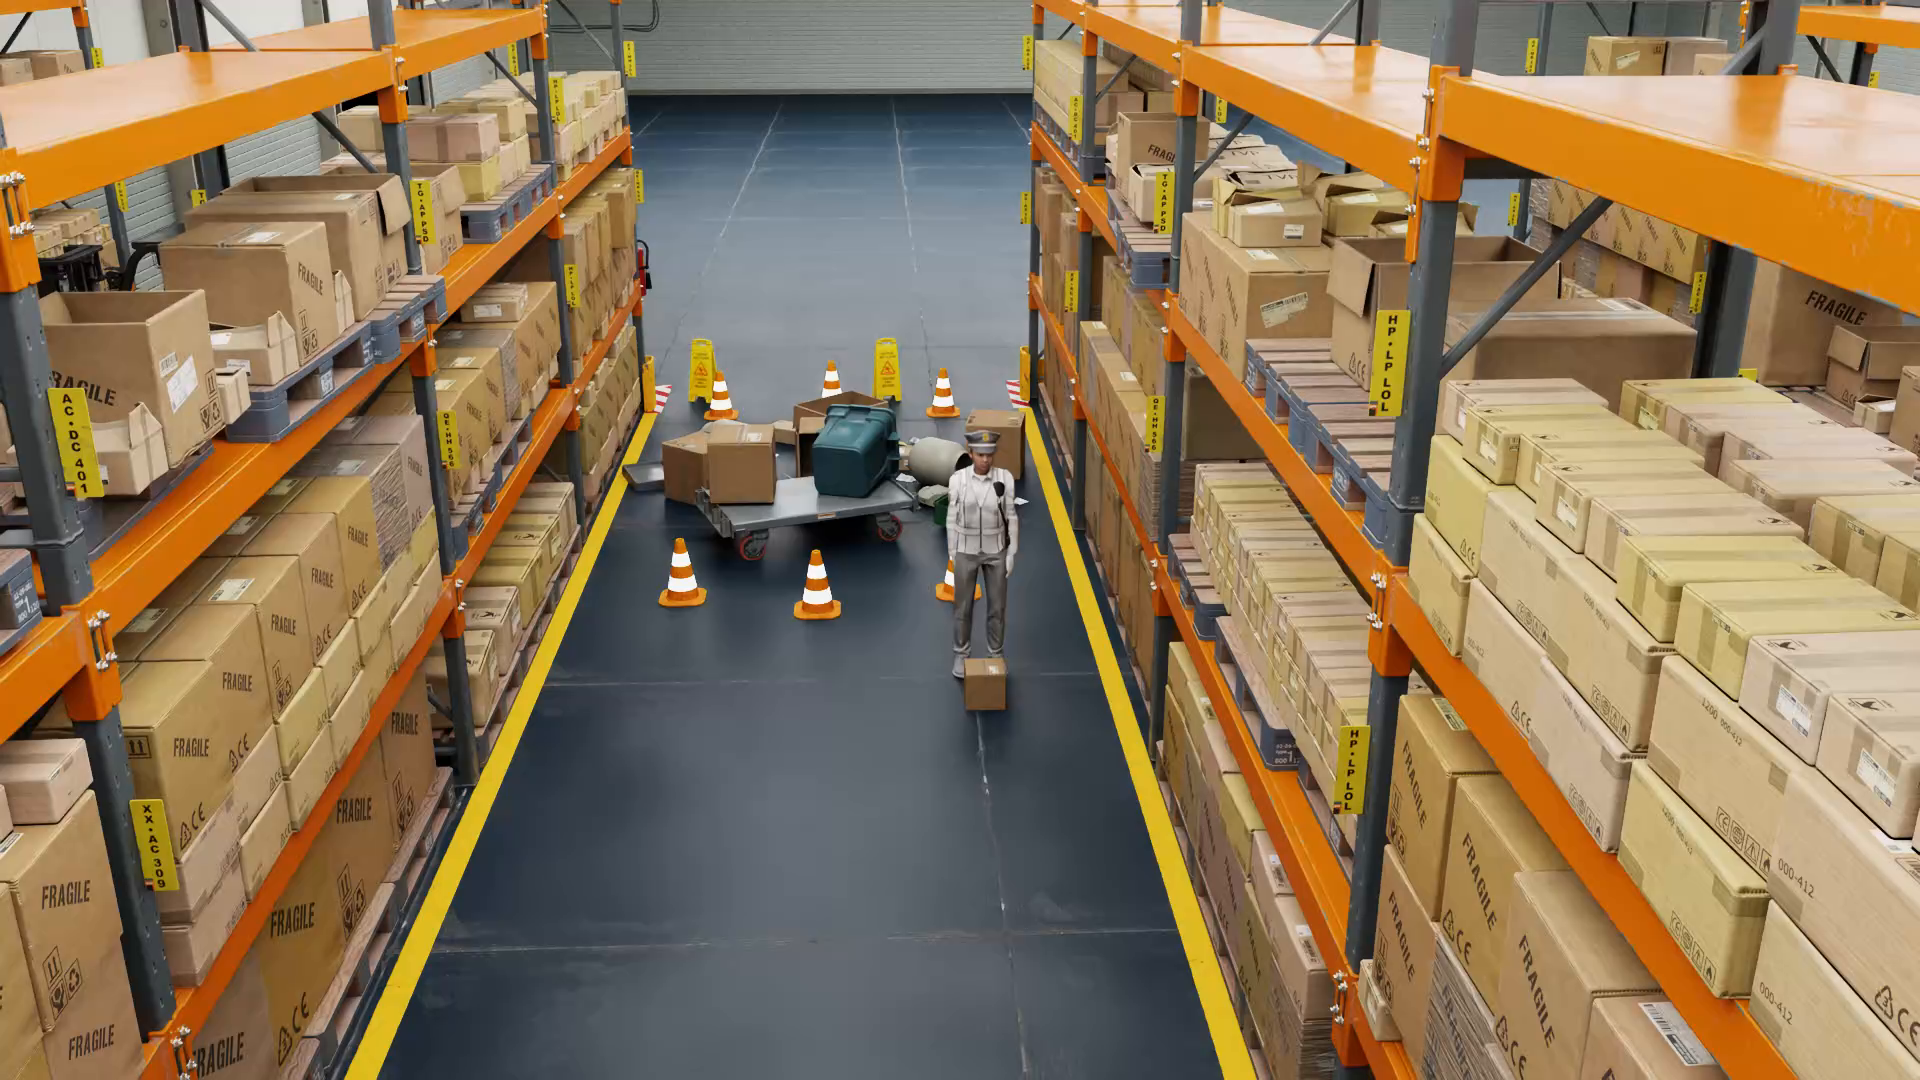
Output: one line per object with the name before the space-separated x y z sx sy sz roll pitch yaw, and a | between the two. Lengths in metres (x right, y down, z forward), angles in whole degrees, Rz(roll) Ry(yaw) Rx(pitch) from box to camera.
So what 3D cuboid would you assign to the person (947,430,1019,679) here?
person | 0.148 0.090 10.818 0.466 1.678 0.340 -1 21 -2
